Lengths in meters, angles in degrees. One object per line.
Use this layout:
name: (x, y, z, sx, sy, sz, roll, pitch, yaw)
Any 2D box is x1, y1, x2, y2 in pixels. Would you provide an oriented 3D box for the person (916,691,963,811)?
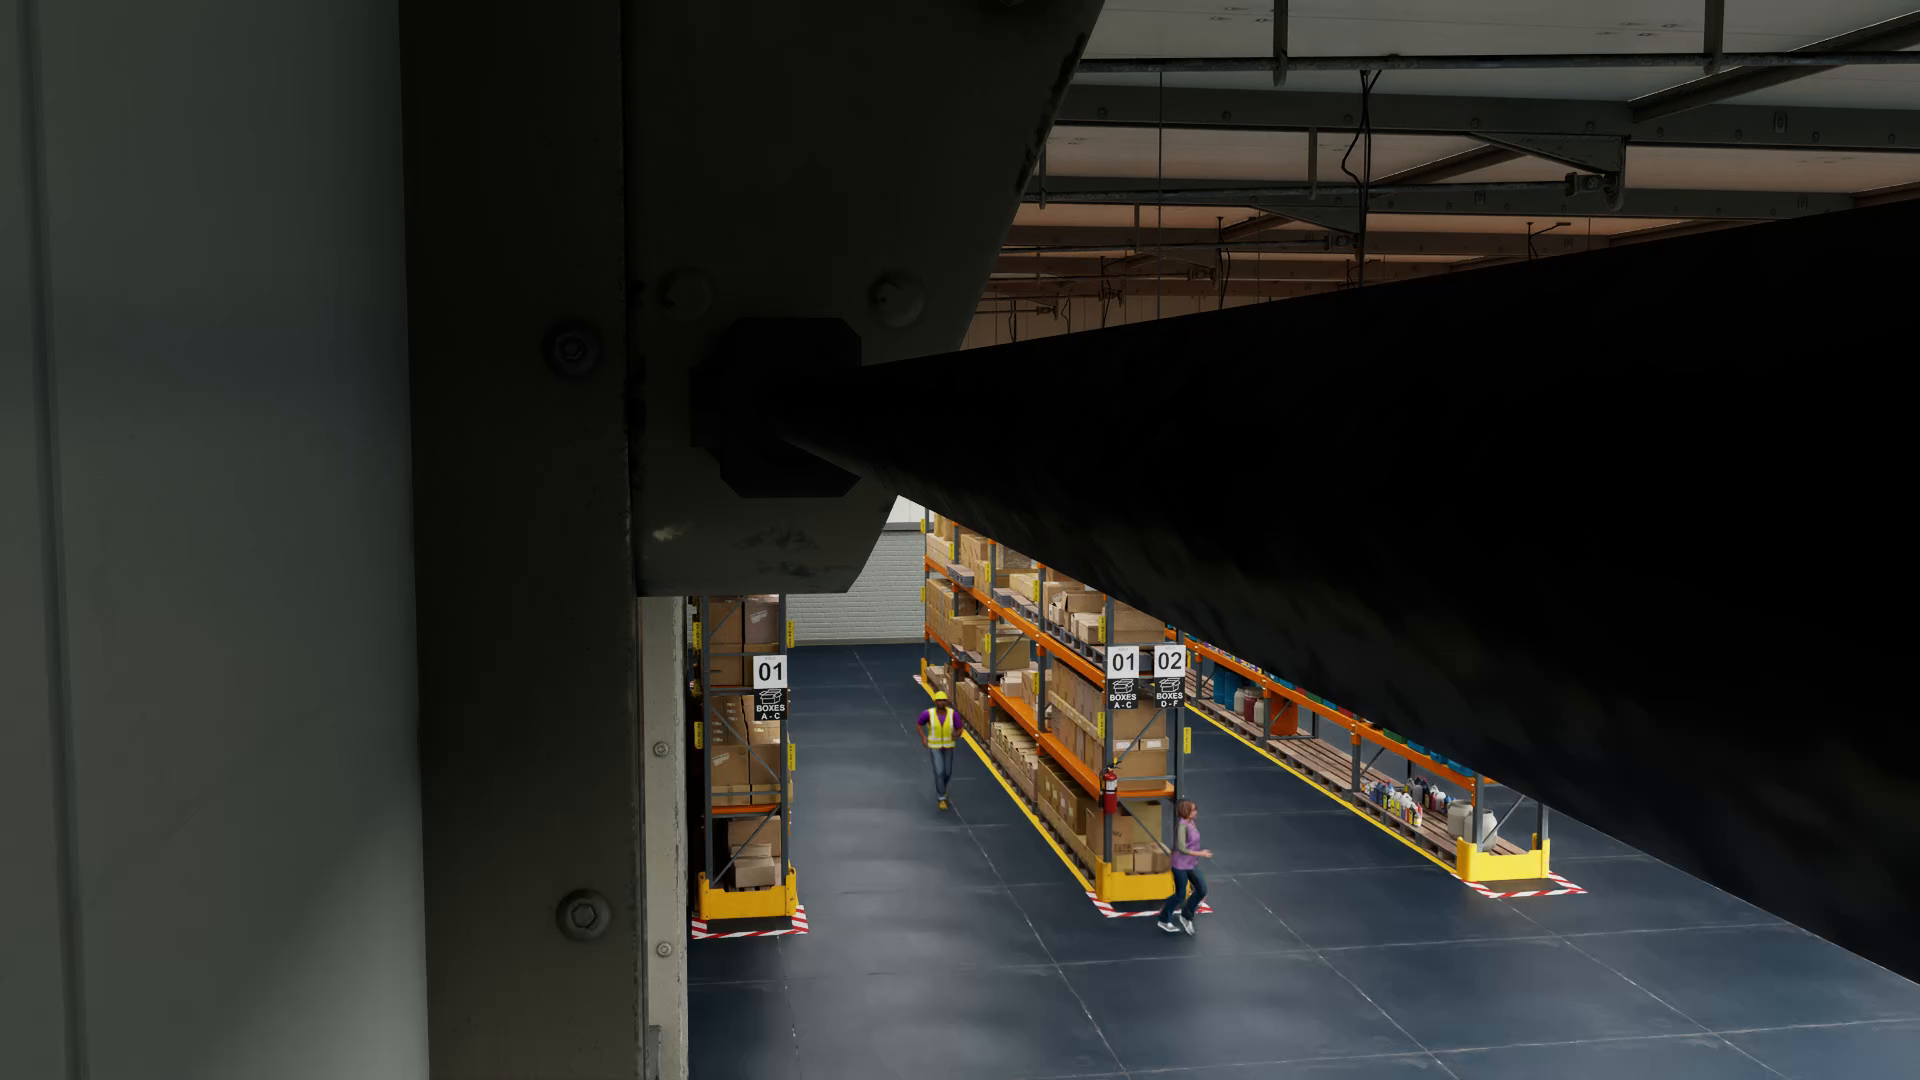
person: (-0.297, 3.198, 25.582, 0.701, 1.770, 0.826, -1, 5, -11)

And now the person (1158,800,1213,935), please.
person: (2.654, 3.836, 19.444, 0.662, 1.624, 0.561, 3, 6, 27)
